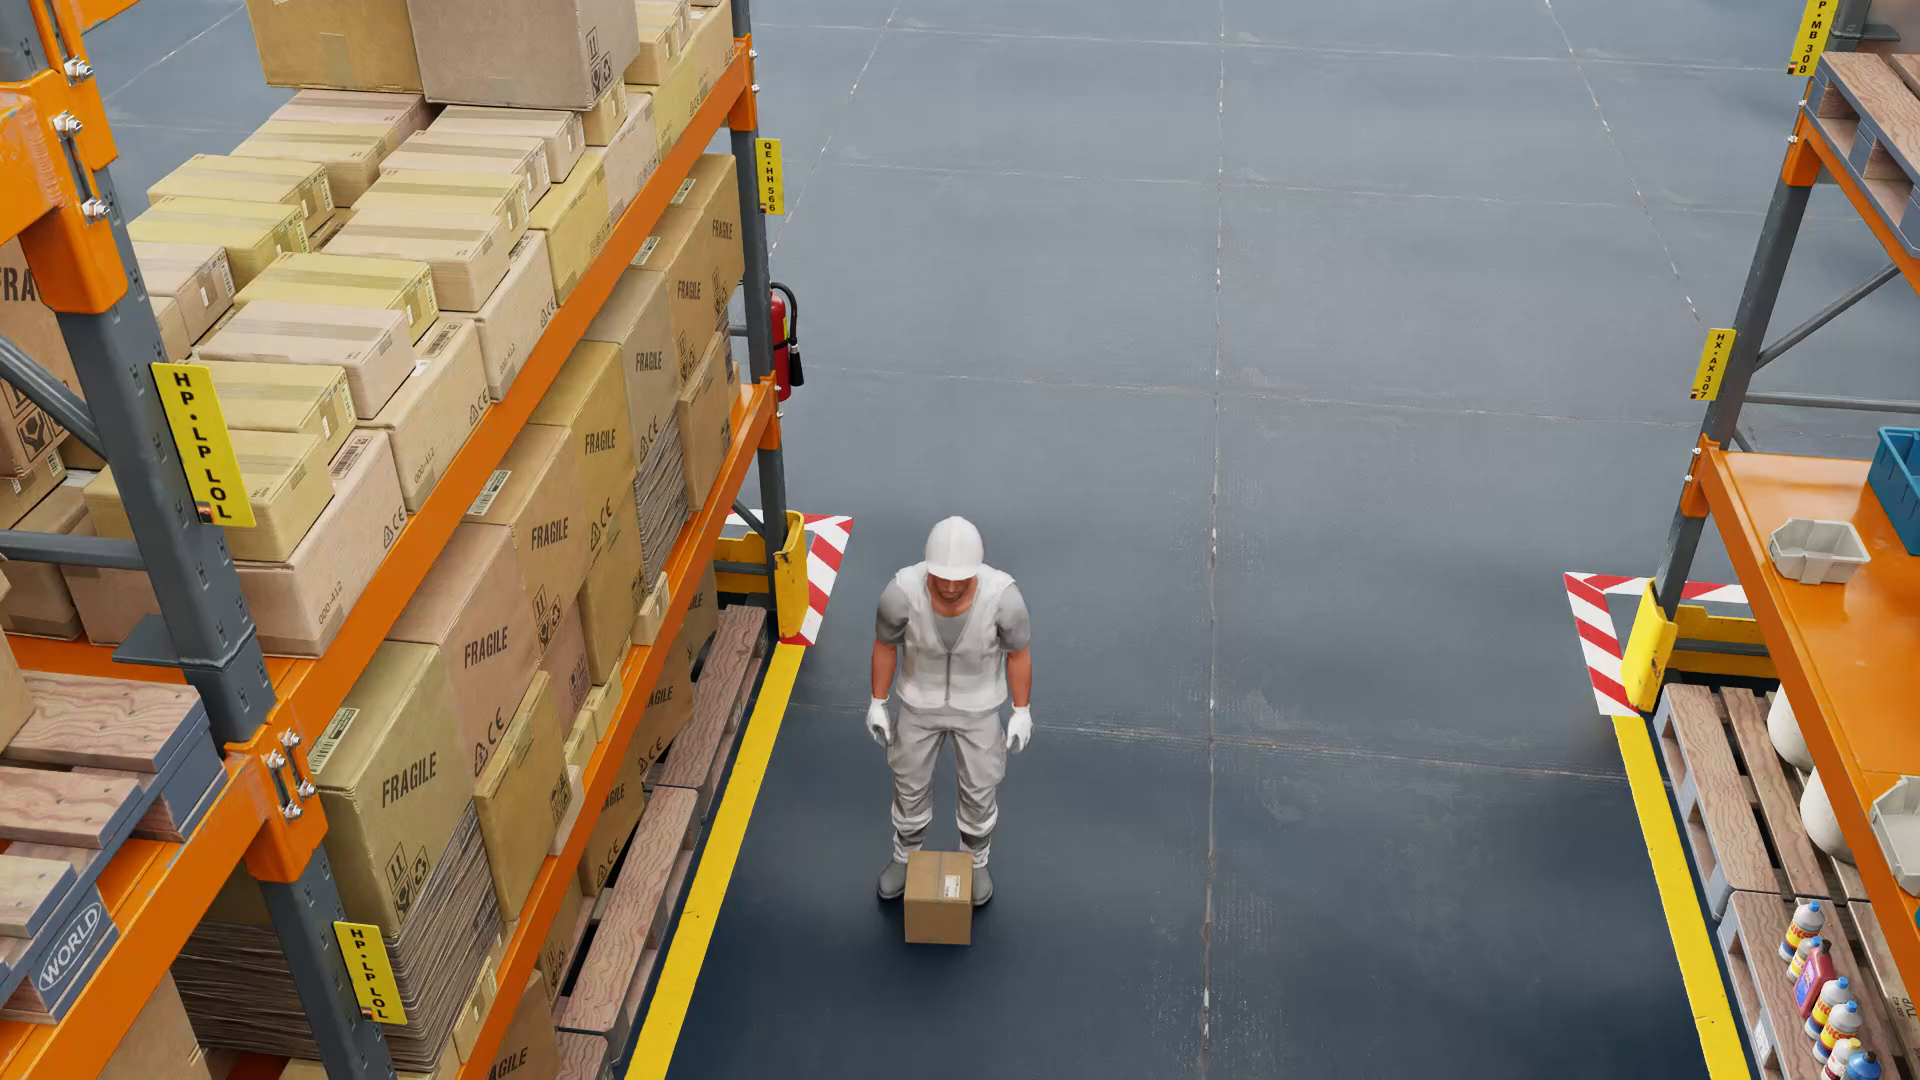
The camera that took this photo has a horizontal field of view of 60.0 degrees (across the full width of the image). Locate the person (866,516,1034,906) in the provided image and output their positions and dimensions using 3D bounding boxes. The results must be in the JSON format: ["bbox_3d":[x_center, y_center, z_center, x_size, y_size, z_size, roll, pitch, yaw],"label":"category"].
[{"bbox_3d":[-0.036,0.630,6.154,0.623,1.780,0.446,3,36,4],"label":"person"}]
